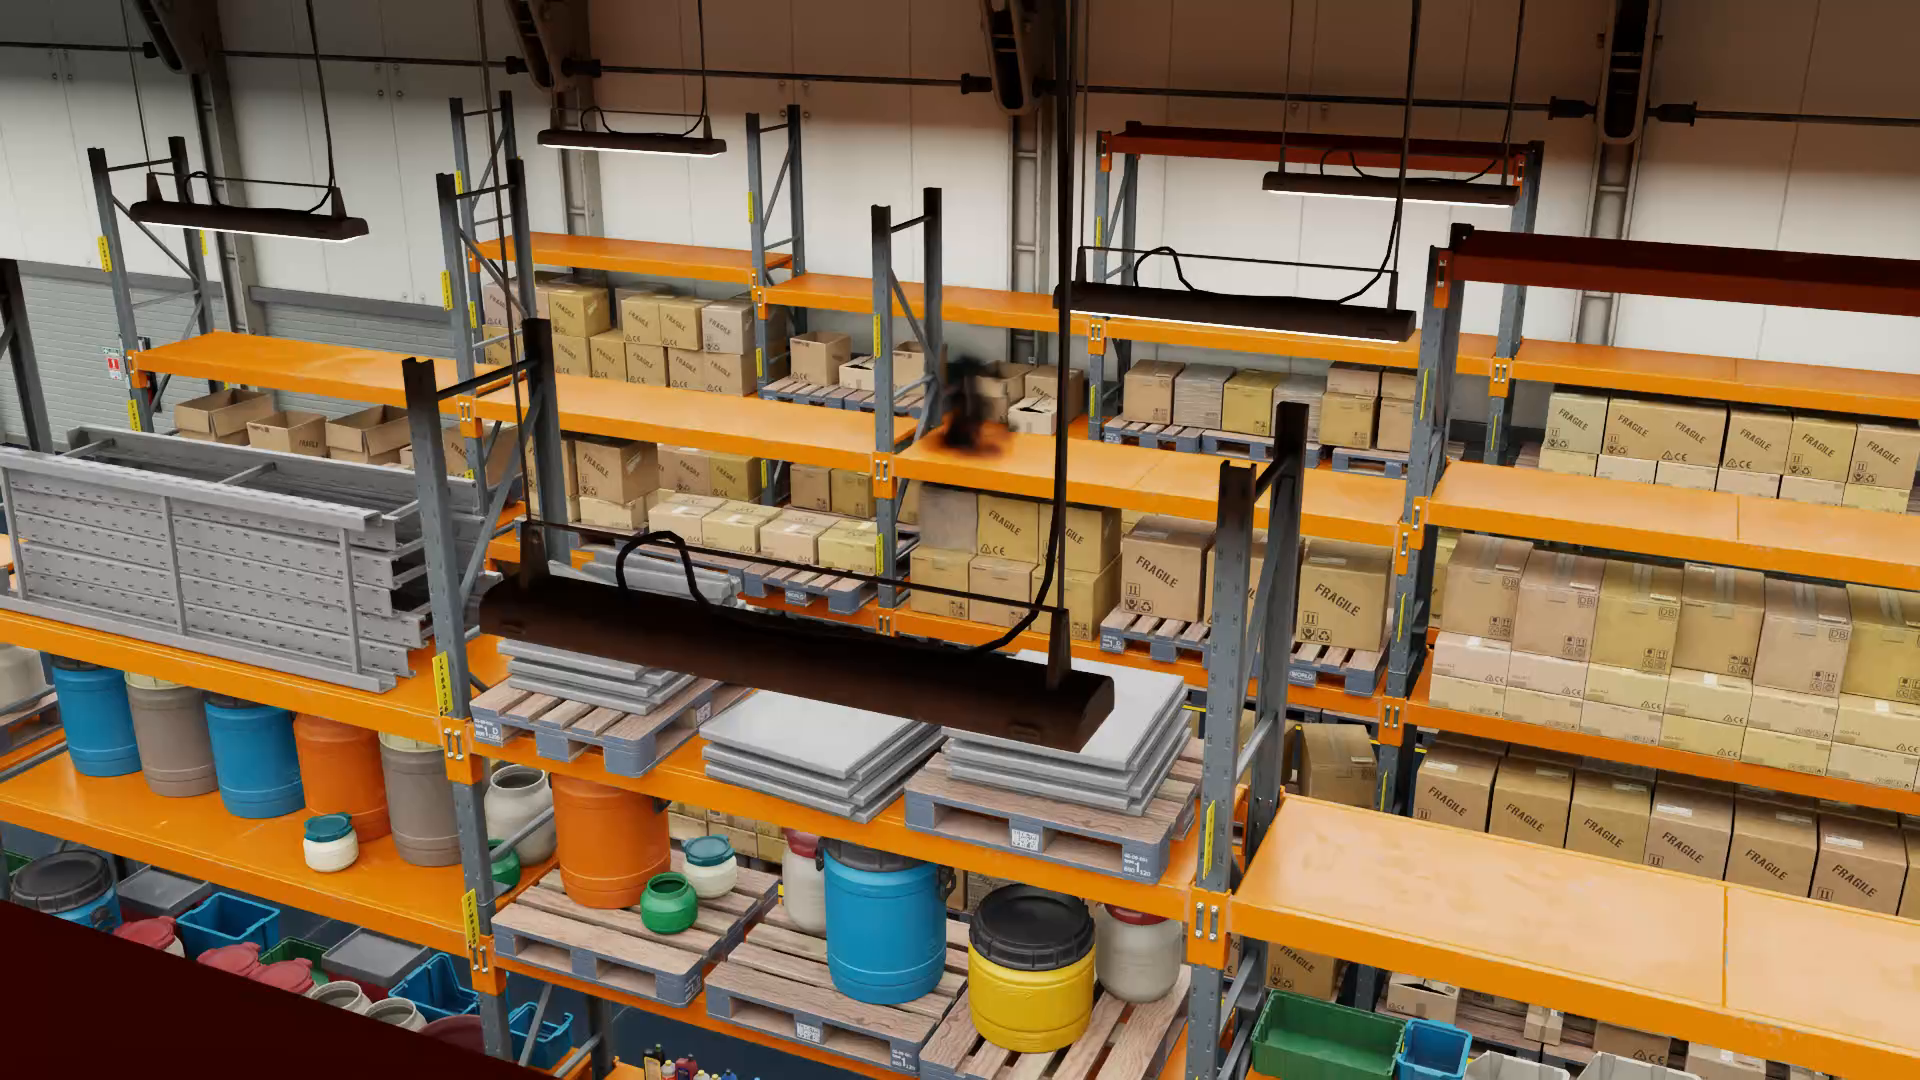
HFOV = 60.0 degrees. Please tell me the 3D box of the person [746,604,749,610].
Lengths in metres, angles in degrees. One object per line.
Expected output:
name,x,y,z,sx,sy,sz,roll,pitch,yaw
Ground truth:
person,-2.315,1.251,16.872,0.759,1.829,0.659,9,22,23
